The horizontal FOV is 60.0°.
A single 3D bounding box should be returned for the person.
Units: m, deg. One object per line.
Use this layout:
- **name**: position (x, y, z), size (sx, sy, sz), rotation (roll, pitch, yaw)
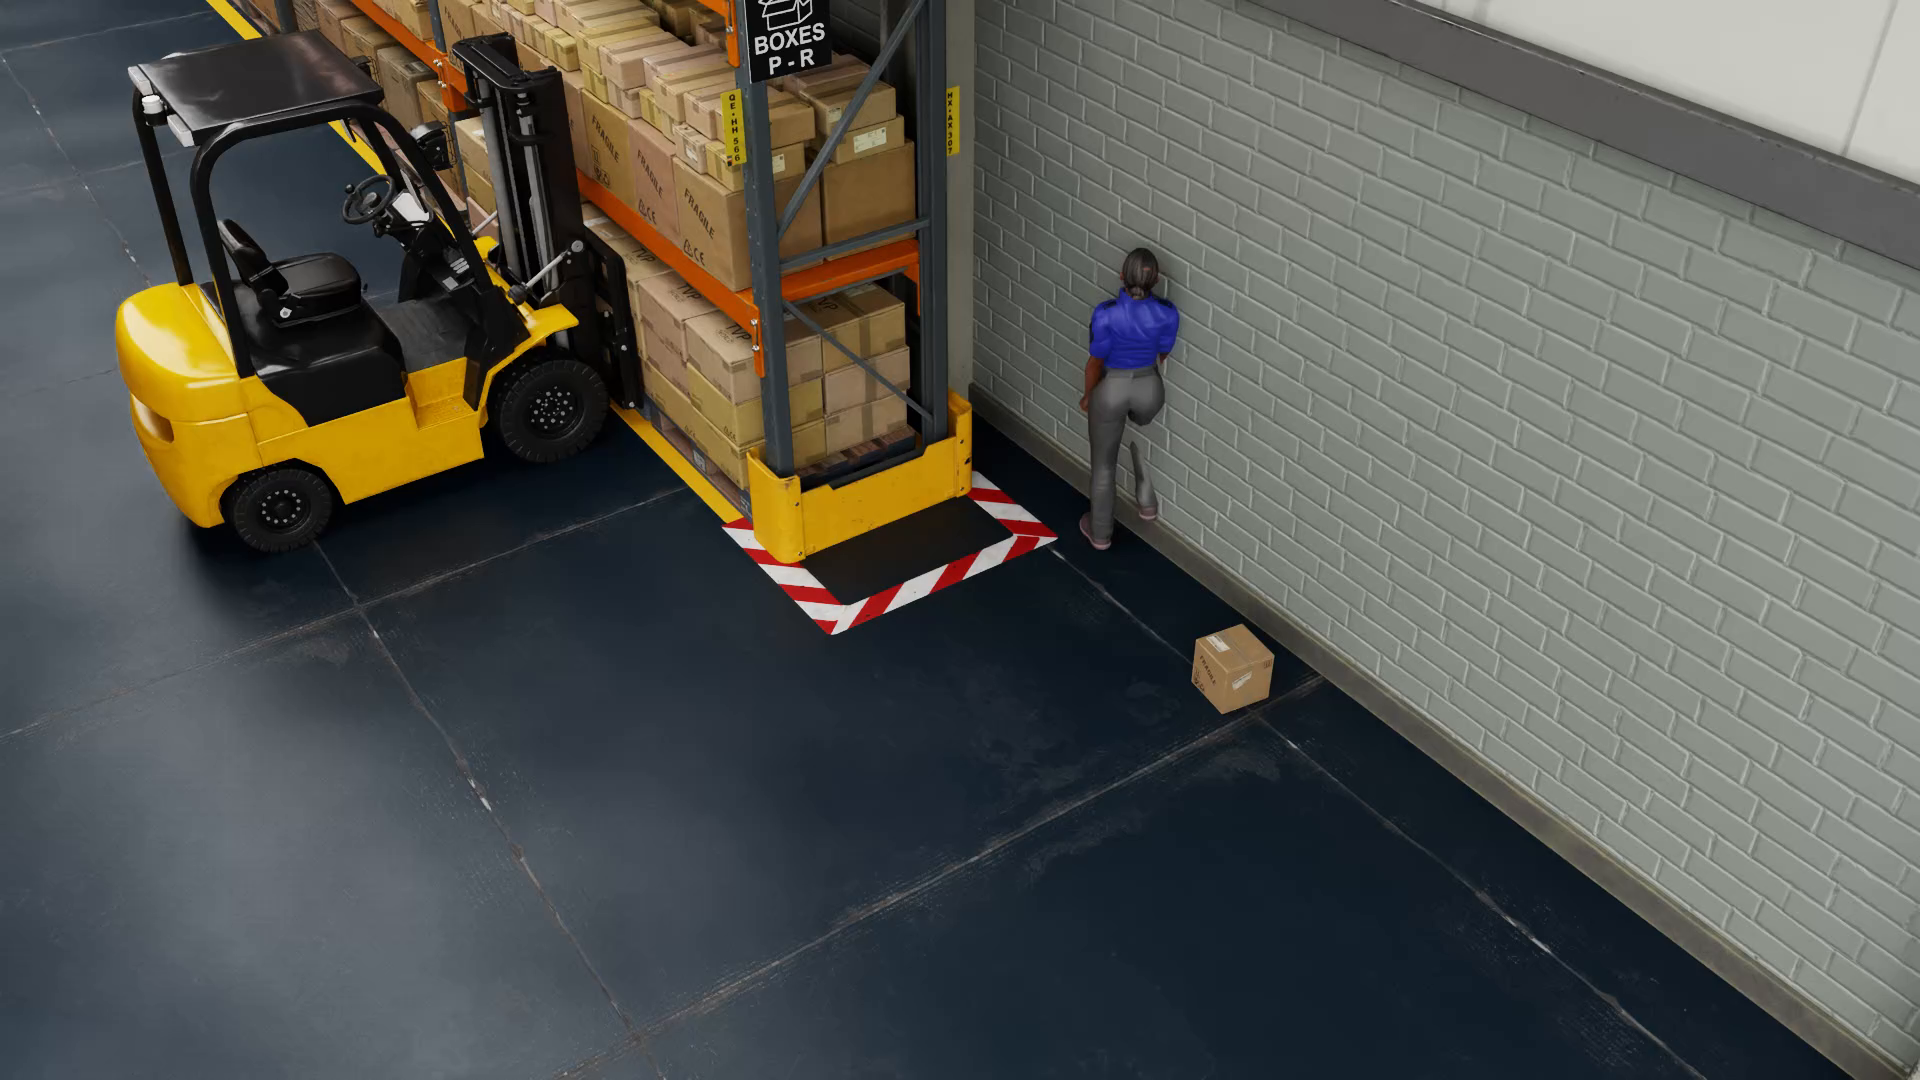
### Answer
- **person**: position (0.800, -0.704, 7.962), size (0.450, 1.644, 0.506), rotation (-4, 37, -5)
